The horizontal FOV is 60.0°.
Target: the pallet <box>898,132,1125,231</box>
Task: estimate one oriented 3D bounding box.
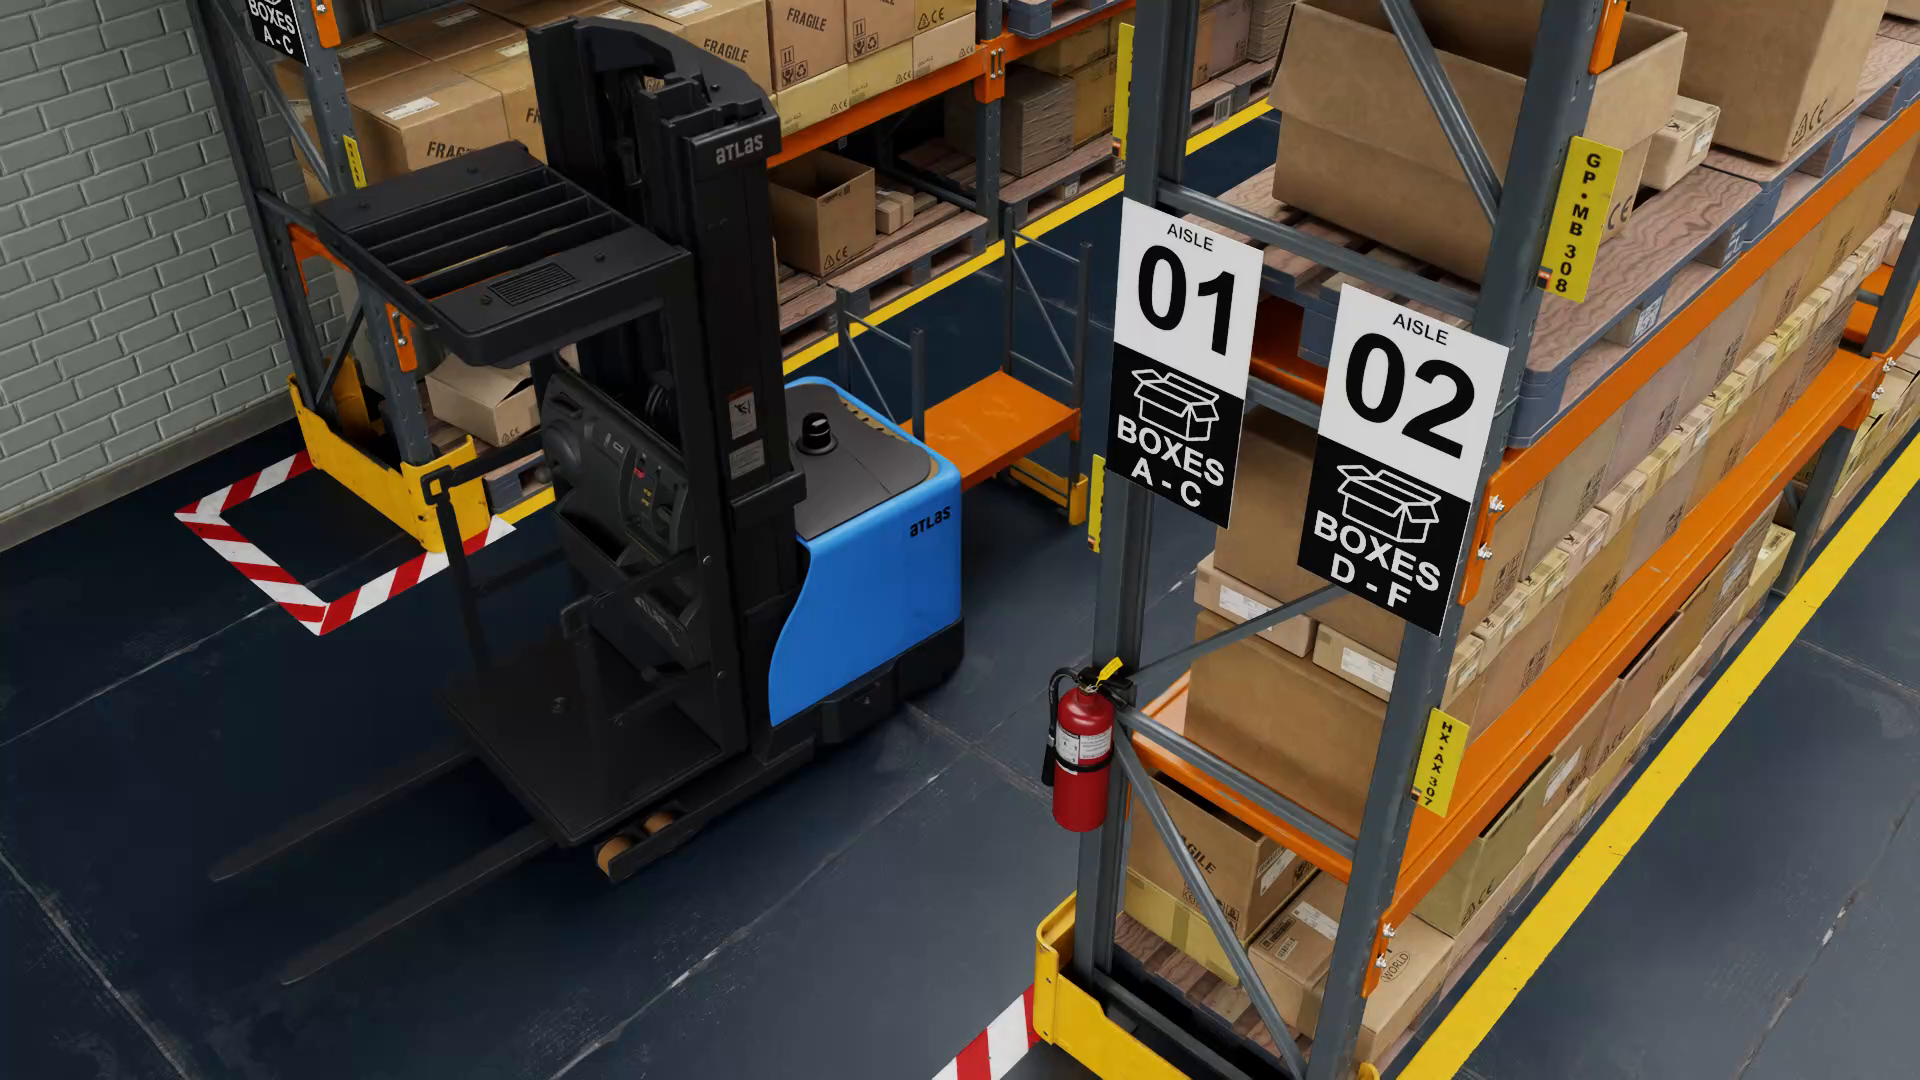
[{"bbox_3d":[0.356,-2.489,10.994,1.003,0.211,1.213,30,47,32],"label":"pallet"}]

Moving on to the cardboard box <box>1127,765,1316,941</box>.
[{"bbox_3d":[0.935,0.941,5.710,0.500,0.500,0.500,30,47,32],"label":"cardboard box"}]

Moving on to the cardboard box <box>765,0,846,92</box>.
[{"bbox_3d":[-0.939,-2.659,8.470,0.500,0.500,0.500,28,46,31],"label":"cardboard box"}]

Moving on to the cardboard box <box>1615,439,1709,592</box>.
[{"bbox_3d":[2.160,-0.267,5.879,0.700,0.500,0.500,31,48,33],"label":"cardboard box"}]

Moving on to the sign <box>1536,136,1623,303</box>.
[{"bbox_3d":[1.198,-0.618,3.224,0.100,0.325,0.005,30,47,32],"label":"sign"}]

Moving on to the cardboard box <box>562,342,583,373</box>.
[{"bbox_3d":[-1.948,-1.046,8.746,0.500,0.311,0.500,-30,47,-32],"label":"cardboard box"}]

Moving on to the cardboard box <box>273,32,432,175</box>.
[{"bbox_3d":[-2.705,-1.933,7.556,0.500,0.500,0.500,29,47,31],"label":"cardboard box"}]

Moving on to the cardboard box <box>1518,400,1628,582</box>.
[{"bbox_3d":[1.504,-0.330,4.916,0.700,0.500,0.500,28,46,31],"label":"cardboard box"}]

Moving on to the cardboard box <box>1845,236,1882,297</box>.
[{"bbox_3d":[3.298,-1.109,6.417,0.380,0.149,0.250,29,47,31],"label":"cardboard box"}]

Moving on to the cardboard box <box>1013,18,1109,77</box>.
[{"bbox_3d":[0.611,-3.258,10.774,0.500,0.250,0.500,29,47,31],"label":"cardboard box"}]

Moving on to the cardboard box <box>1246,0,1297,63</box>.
[{"bbox_3d":[2.084,-3.901,12.184,0.700,0.500,0.500,30,48,32],"label":"cardboard box"}]

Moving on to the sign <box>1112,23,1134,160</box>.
[{"bbox_3d":[0.402,-1.030,3.861,0.100,0.325,0.005,30,47,32],"label":"sign"}]

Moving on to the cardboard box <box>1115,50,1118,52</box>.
[{"bbox_3d":[1.002,-3.237,11.349,0.700,0.500,0.500,30,47,32],"label":"cardboard box"}]

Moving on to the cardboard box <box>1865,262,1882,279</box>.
[{"bbox_3d":[3.791,-1.330,7.416,0.500,0.250,0.500,-31,48,-33],"label":"cardboard box"}]

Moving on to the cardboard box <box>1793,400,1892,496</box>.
[{"bbox_3d":[3.954,-0.537,7.720,0.500,0.311,0.500,30,47,32],"label":"cardboard box"}]

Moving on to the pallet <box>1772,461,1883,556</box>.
[{"bbox_3d":[3.960,-0.407,8.376,1.003,0.211,1.213,30,47,32],"label":"pallet"}]

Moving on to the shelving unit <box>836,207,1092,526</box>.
[{"bbox_3d":[0.034,-0.582,7.560,1.083,1.500,0.587,-32,48,-33],"label":"shelving unit"}]

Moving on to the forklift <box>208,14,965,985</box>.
[{"bbox_3d":[-1.420,-0.214,5.947,3.031,2.935,1.130,-29,47,-31],"label":"forklift"}]

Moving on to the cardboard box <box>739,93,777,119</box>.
[{"bbox_3d":[-1.272,-2.132,8.409,0.500,0.250,0.500,30,47,32],"label":"cardboard box"}]

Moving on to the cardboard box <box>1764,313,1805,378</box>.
[{"bbox_3d":[2.778,-0.755,5.972,0.380,0.149,0.250,29,47,32],"label":"cardboard box"}]

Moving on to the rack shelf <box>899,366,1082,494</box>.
[{"bbox_3d":[0.028,-0.437,7.667,1.000,0.185,0.538,-32,48,-33],"label":"rack shelf"}]

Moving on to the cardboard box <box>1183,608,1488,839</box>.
[{"bbox_3d":[1.117,0.446,4.983,0.700,0.500,0.500,30,47,32],"label":"cardboard box"}]

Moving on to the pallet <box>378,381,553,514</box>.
[{"bbox_3d":[-2.241,-0.686,8.727,1.003,0.211,1.213,30,47,32],"label":"pallet"}]

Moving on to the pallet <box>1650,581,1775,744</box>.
[{"bbox_3d":[2.924,0.295,7.493,1.003,0.211,1.213,30,47,32],"label":"pallet"}]

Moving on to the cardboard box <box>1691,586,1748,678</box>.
[{"bbox_3d":[2.995,0.298,7.120,0.500,0.250,0.500,30,47,32],"label":"cardboard box"}]

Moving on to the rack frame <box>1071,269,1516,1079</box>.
[{"bbox_3d":[0.793,0.694,4.751,1.000,3.000,0.127,30,47,32],"label":"rack frame"}]

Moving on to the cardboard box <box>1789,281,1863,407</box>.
[{"bbox_3d":[3.197,-0.976,6.771,0.700,0.500,0.500,28,46,31],"label":"cardboard box"}]

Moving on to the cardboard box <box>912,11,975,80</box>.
[{"bbox_3d":[-0.264,-2.826,9.282,0.500,0.250,0.500,30,47,32],"label":"cardboard box"}]

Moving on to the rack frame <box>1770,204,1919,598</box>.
[{"bbox_3d":[3.491,-1.144,7.062,1.000,3.000,0.127,30,47,32],"label":"rack frame"}]

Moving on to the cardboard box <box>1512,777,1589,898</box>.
[{"bbox_3d":[1.991,0.992,6.248,0.500,0.250,0.500,30,47,32],"label":"cardboard box"}]

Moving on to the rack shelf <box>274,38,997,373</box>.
[{"bbox_3d":[-1.517,-2.022,8.744,1.077,0.370,4.000,30,47,32],"label":"rack shelf"}]

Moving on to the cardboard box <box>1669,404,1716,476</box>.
[{"bbox_3d":[2.254,-0.395,5.519,0.380,0.149,0.250,30,47,32],"label":"cardboard box"}]

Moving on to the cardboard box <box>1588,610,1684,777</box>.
[{"bbox_3d":[2.333,0.471,6.300,0.500,0.500,0.500,30,47,32],"label":"cardboard box"}]

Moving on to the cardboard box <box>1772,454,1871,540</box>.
[{"bbox_3d":[3.946,-0.313,7.889,0.500,0.250,0.500,28,47,31],"label":"cardboard box"}]

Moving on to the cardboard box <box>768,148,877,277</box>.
[{"bbox_3d":[-0.838,-1.922,9.696,0.500,0.500,0.500,26,45,29],"label":"cardboard box"}]

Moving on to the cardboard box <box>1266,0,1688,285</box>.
[{"bbox_3d":[1.184,-1.002,3.941,0.637,0.503,0.797,-31,48,-33],"label":"cardboard box"}]

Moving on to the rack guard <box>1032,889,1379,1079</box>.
[{"bbox_3d":[0.777,1.683,5.515,1.175,0.500,0.348,30,47,32],"label":"rack guard"}]

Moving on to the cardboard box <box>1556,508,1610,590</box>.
[{"bbox_3d":[1.734,-0.041,5.073,0.380,0.149,0.250,29,47,31],"label":"cardboard box"}]

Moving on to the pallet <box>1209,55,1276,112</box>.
[{"bbox_3d":[2.003,-3.610,12.404,1.003,0.211,1.213,30,47,32],"label":"pallet"}]

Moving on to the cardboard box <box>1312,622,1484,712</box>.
[{"bbox_3d":[1.216,0.311,4.631,0.380,0.149,0.250,29,47,32],"label":"cardboard box"}]

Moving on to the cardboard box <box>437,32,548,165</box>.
[{"bbox_3d":[-1.982,-1.943,7.569,0.500,0.500,0.500,30,47,32],"label":"cardboard box"}]

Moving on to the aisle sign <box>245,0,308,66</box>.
[{"bbox_3d":[-2.693,-2.243,6.356,0.394,0.787,0.004,30,47,32],"label":"aisle sign"}]

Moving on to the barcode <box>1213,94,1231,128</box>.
[{"bbox_3d":[0.640,-1.049,4.066,0.001,0.075,0.075,30,47,32],"label":"barcode"}]

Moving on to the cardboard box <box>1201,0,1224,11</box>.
[{"bbox_3d":[1.653,-3.959,11.655,0.500,0.250,0.500,31,48,33],"label":"cardboard box"}]

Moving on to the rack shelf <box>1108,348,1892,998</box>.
[{"bbox_3d":[2.142,0.057,6.130,1.077,0.370,4.000,30,47,32],"label":"rack shelf"}]

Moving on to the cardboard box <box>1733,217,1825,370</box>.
[{"bbox_3d":[2.518,-1.022,5.786,0.700,0.500,0.500,30,47,32],"label":"cardboard box"}]

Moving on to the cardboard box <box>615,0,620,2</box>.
[{"bbox_3d":[-1.673,-2.631,8.434,0.500,0.500,0.500,30,47,32],"label":"cardboard box"}]
